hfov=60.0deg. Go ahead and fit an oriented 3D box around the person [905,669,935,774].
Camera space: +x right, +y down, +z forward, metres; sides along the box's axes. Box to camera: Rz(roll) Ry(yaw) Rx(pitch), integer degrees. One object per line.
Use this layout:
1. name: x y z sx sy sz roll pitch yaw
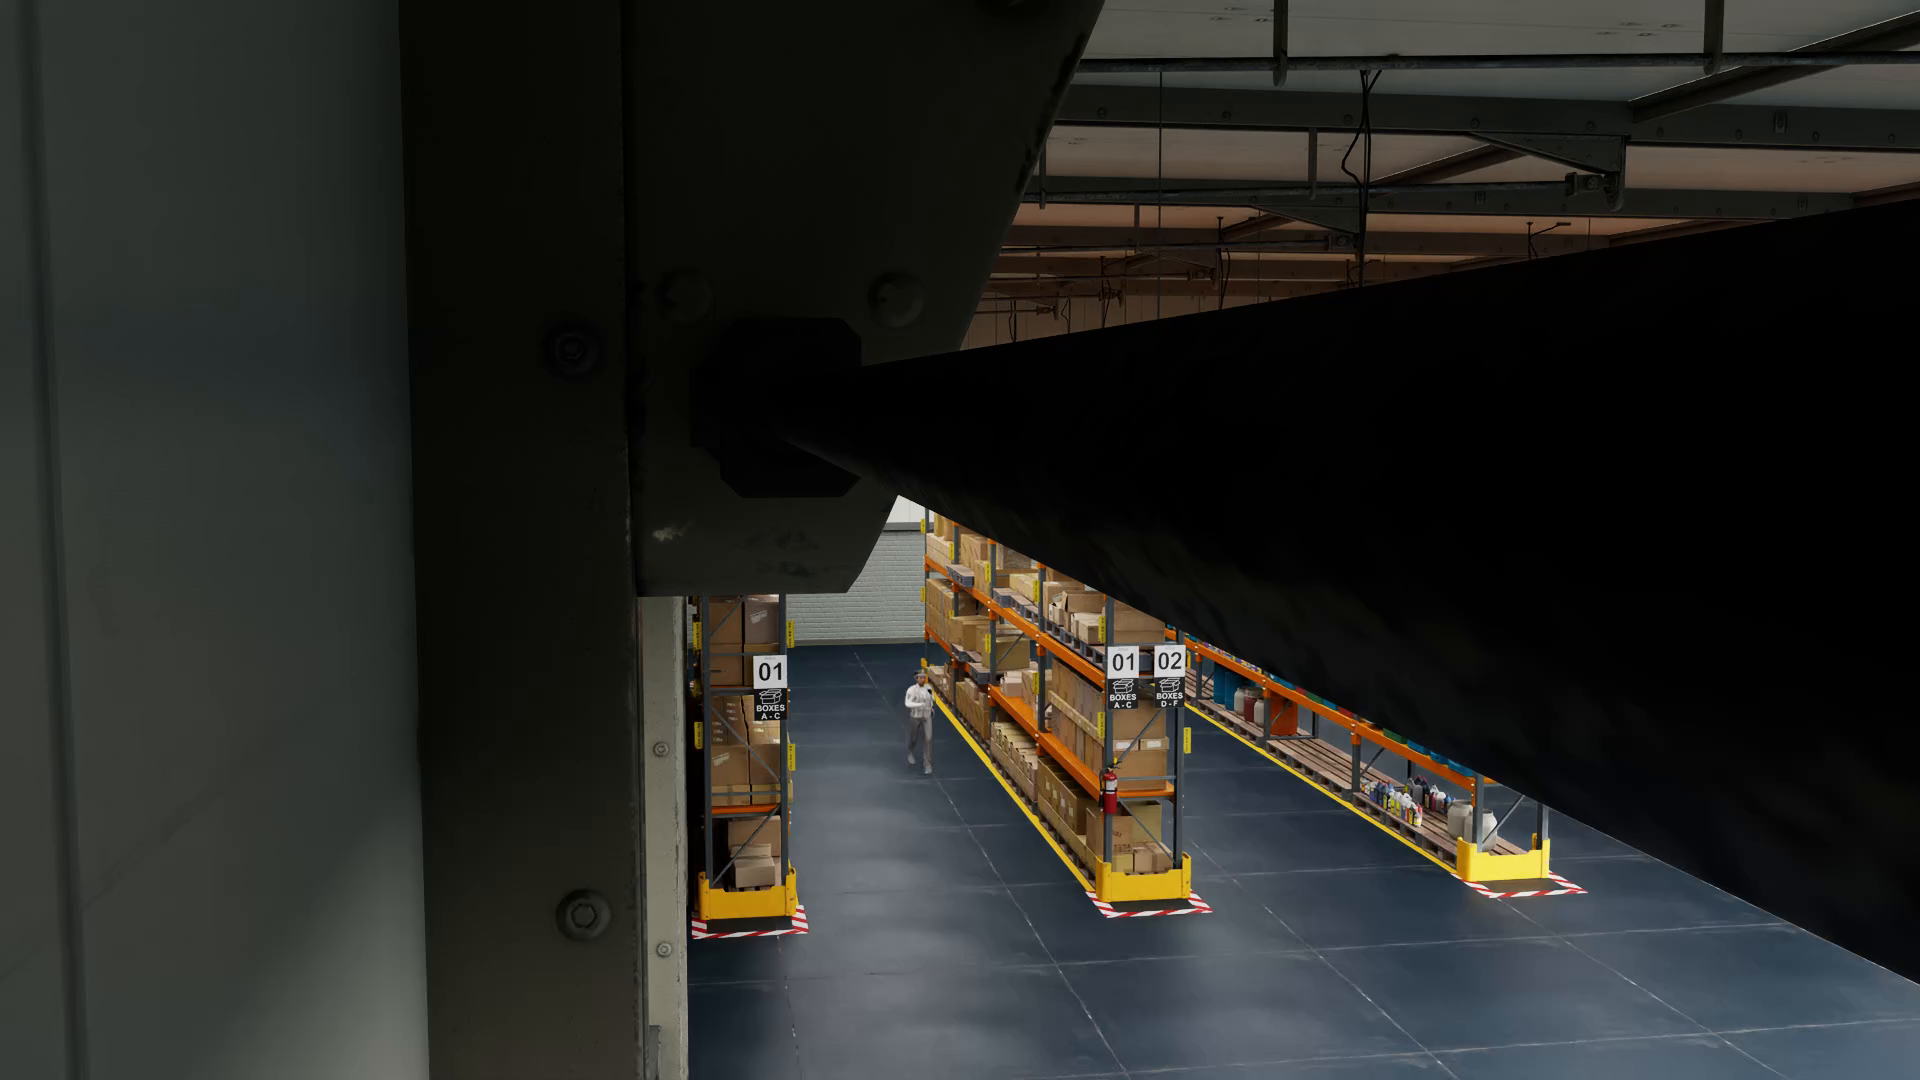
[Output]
1. person: -0.674 3.006 27.995 0.589 1.720 0.882 -2 5 -19
